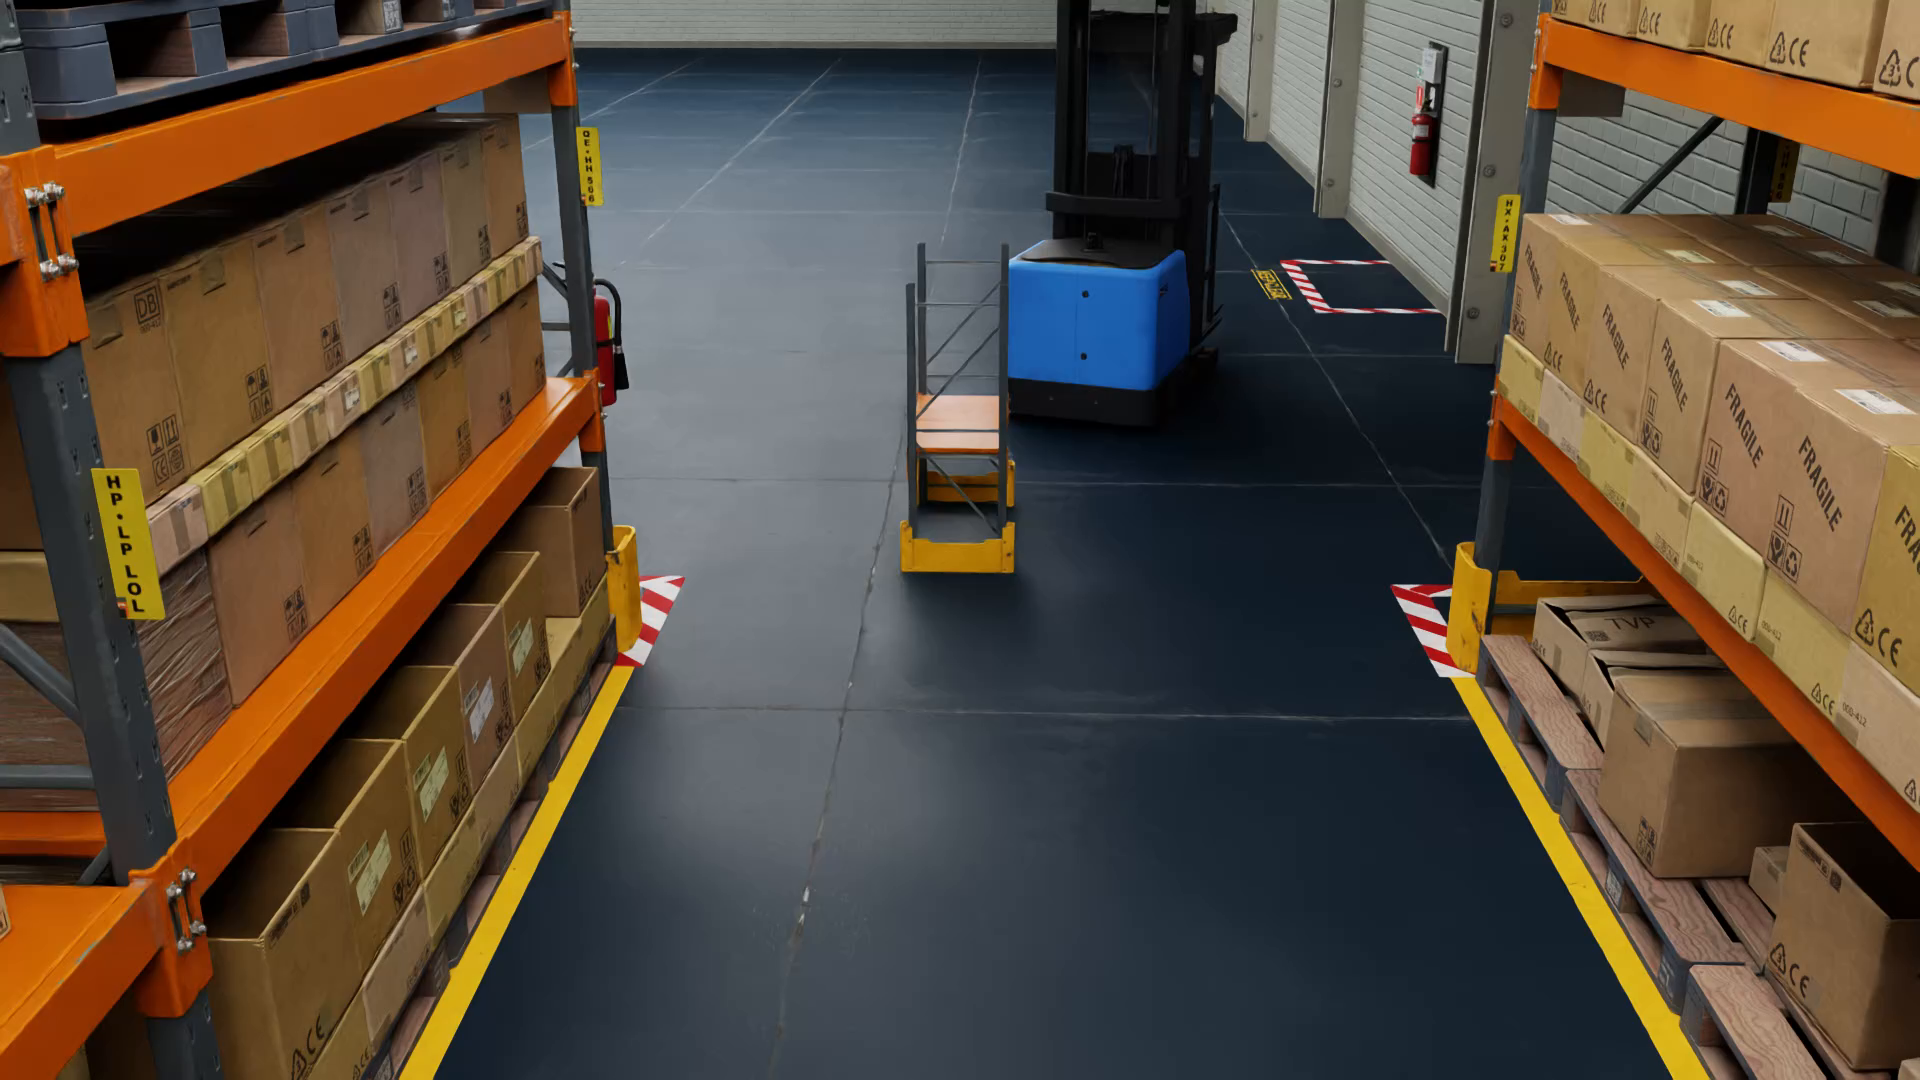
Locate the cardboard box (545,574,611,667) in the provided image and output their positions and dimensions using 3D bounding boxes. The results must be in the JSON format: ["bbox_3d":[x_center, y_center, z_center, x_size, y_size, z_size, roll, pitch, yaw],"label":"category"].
[{"bbox_3d":[-1.827,0.348,7.206,0.500,0.250,0.500,1,21,2],"label":"cardboard box"}]

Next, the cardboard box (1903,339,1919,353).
[{"bbox_3d":[2.988,-0.260,4.695,0.500,0.500,0.500,1,21,3],"label":"cardboard box"}]

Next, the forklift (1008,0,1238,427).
[{"bbox_3d":[1.266,-2.597,11.671,1.130,2.935,3.031,8,22,19],"label":"forklift"}]

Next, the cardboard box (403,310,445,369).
[{"bbox_3d":[-1.965,-0.676,5.590,0.380,0.149,0.250,1,21,3],"label":"cardboard box"}]

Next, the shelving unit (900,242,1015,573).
[{"bbox_3d":[0.002,-0.727,8.829,0.587,1.500,1.083,1,21,2],"label":"shelving unit"}]

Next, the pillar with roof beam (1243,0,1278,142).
[{"bbox_3d":[-0.066,-9.972,22.289,9.100,9.000,0.400,1,21,2],"label":"pillar with roof beam"}]

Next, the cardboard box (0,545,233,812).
[{"bbox_3d":[-2.220,0.304,3.961,0.700,0.500,0.500,0,21,0],"label":"cardboard box"}]

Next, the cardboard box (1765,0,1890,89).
[{"bbox_3d":[2.500,-1.459,4.330,0.500,0.500,0.500,0,21,0],"label":"cardboard box"}]

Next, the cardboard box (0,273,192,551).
[{"bbox_3d":[-2.220,-0.301,3.727,0.700,0.500,0.500,1,21,2],"label":"cardboard box"}]

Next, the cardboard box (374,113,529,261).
[{"bbox_3d":[-2.134,-1.399,6.556,0.700,0.500,0.500,1,21,2],"label":"cardboard box"}]

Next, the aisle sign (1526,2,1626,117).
[{"bbox_3d":[2.548,-2.124,6.761,0.394,0.787,0.004,1,21,2],"label":"aisle sign"}]

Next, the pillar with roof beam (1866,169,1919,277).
[{"bbox_3d":[-0.614,-3.464,5.516,9.100,9.000,0.400,1,21,2],"label":"pillar with roof beam"}]

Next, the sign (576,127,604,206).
[{"bbox_3d":[-1.564,-1.575,7.012,0.100,0.325,0.005,1,21,2],"label":"sign"}]

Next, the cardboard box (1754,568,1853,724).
[{"bbox_3d":[2.459,0.270,4.366,0.500,0.250,0.500,1,21,2],"label":"cardboard box"}]

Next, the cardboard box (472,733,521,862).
[{"bbox_3d":[-1.860,0.890,5.808,0.500,0.250,0.500,1,21,2],"label":"cardboard box"}]

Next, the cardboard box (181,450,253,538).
[{"bbox_3d":[-2.012,-0.117,4.150,0.380,0.149,0.250,0,21,0],"label":"cardboard box"}]

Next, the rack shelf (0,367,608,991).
[{"bbox_3d":[-2.166,0.123,5.559,1.077,0.370,4.000,1,21,2],"label":"rack shelf"}]

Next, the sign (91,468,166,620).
[{"bbox_3d":[-1.685,0.010,3.364,0.100,0.325,0.005,1,21,2],"label":"sign"}]

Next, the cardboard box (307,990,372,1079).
[{"bbox_3d":[-1.910,1.433,4.411,0.500,0.250,0.500,1,21,2],"label":"cardboard box"}]

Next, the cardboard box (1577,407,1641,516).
[{"bbox_3d":[2.491,-0.277,5.775,0.500,0.250,0.500,0,21,1],"label":"cardboard box"}]

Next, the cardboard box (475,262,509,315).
[{"bbox_3d":[-1.941,-0.957,6.314,0.380,0.149,0.250,0,21,1],"label":"cardboard box"}]

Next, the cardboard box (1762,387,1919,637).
[{"bbox_3d":[2.439,-0.080,4.231,0.500,0.500,0.500,1,21,1],"label":"cardboard box"}]

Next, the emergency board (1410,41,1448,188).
[{"bbox_3d":[3.985,-3.682,14.372,0.194,1.169,0.643,1,21,2],"label":"emergency board"}]

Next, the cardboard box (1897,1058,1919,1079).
[{"bbox_3d":[2.711,1.486,4.361,0.380,0.166,0.250,-2,21,-5],"label":"cardboard box"}]

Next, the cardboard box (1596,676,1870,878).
[{"bbox_3d":[2.645,0.798,5.673,0.700,0.500,0.500,-1,21,-2],"label":"cardboard box"}]

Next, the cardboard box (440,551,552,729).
[{"bbox_3d":[-1.840,0.360,6.138,0.500,0.500,0.500,1,21,2],"label":"cardboard box"}]

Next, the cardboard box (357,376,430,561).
[{"bbox_3d":[-2.177,-0.254,5.398,0.700,0.500,0.500,1,21,3],"label":"cardboard box"}]

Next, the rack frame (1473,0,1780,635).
[{"bbox_3d":[2.846,-0.882,7.156,1.000,3.000,0.127,1,21,2],"label":"rack frame"}]

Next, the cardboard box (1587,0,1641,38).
[{"bbox_3d":[2.534,-2.025,5.788,0.500,0.500,0.500,2,21,5],"label":"cardboard box"}]

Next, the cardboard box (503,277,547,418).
[{"bbox_3d":[-2.133,-0.813,6.840,0.700,0.500,0.500,1,21,2],"label":"cardboard box"}]

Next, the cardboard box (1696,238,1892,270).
[{"bbox_3d":[3.019,-0.817,6.130,0.500,0.500,0.500,1,21,2],"label":"cardboard box"}]

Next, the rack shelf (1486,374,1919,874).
[{"bbox_3d":[2.785,0.176,5.422,1.077,0.370,4.000,1,21,2],"label":"rack shelf"}]

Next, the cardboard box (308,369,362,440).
[{"bbox_3d":[-1.990,-0.399,4.876,0.380,0.149,0.250,0,21,0],"label":"cardboard box"}]

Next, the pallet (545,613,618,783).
[{"bbox_3d":[-2.087,0.642,7.084,1.003,0.211,1.213,1,21,2],"label":"pallet"}]

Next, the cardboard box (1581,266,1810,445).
[{"bbox_3d":[2.484,-0.637,5.666,0.500,0.500,0.500,0,21,0],"label":"cardboard box"}]

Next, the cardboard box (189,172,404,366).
[{"bbox_3d":[-2.174,-0.845,5.130,0.700,0.500,0.500,1,21,2],"label":"cardboard box"}]

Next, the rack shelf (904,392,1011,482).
[{"bbox_3d":[0.003,-0.562,8.902,0.538,0.185,1.000,1,21,2],"label":"rack shelf"}]

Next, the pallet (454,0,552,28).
[{"bbox_3d":[-2.153,-2.037,6.108,1.003,0.211,1.213,1,21,2],"label":"pallet"}]

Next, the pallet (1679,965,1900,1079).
[{"bbox_3d":[2.709,1.621,4.560,1.003,0.211,1.213,1,21,2],"label":"pallet"}]

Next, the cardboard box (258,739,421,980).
[{"bbox_3d":[-1.893,0.902,4.741,0.500,0.500,0.500,1,21,2],"label":"cardboard box"}]

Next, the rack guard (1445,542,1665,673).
[{"bbox_3d":[2.844,0.311,7.537,1.175,0.500,0.348,1,21,2],"label":"rack guard"}]
